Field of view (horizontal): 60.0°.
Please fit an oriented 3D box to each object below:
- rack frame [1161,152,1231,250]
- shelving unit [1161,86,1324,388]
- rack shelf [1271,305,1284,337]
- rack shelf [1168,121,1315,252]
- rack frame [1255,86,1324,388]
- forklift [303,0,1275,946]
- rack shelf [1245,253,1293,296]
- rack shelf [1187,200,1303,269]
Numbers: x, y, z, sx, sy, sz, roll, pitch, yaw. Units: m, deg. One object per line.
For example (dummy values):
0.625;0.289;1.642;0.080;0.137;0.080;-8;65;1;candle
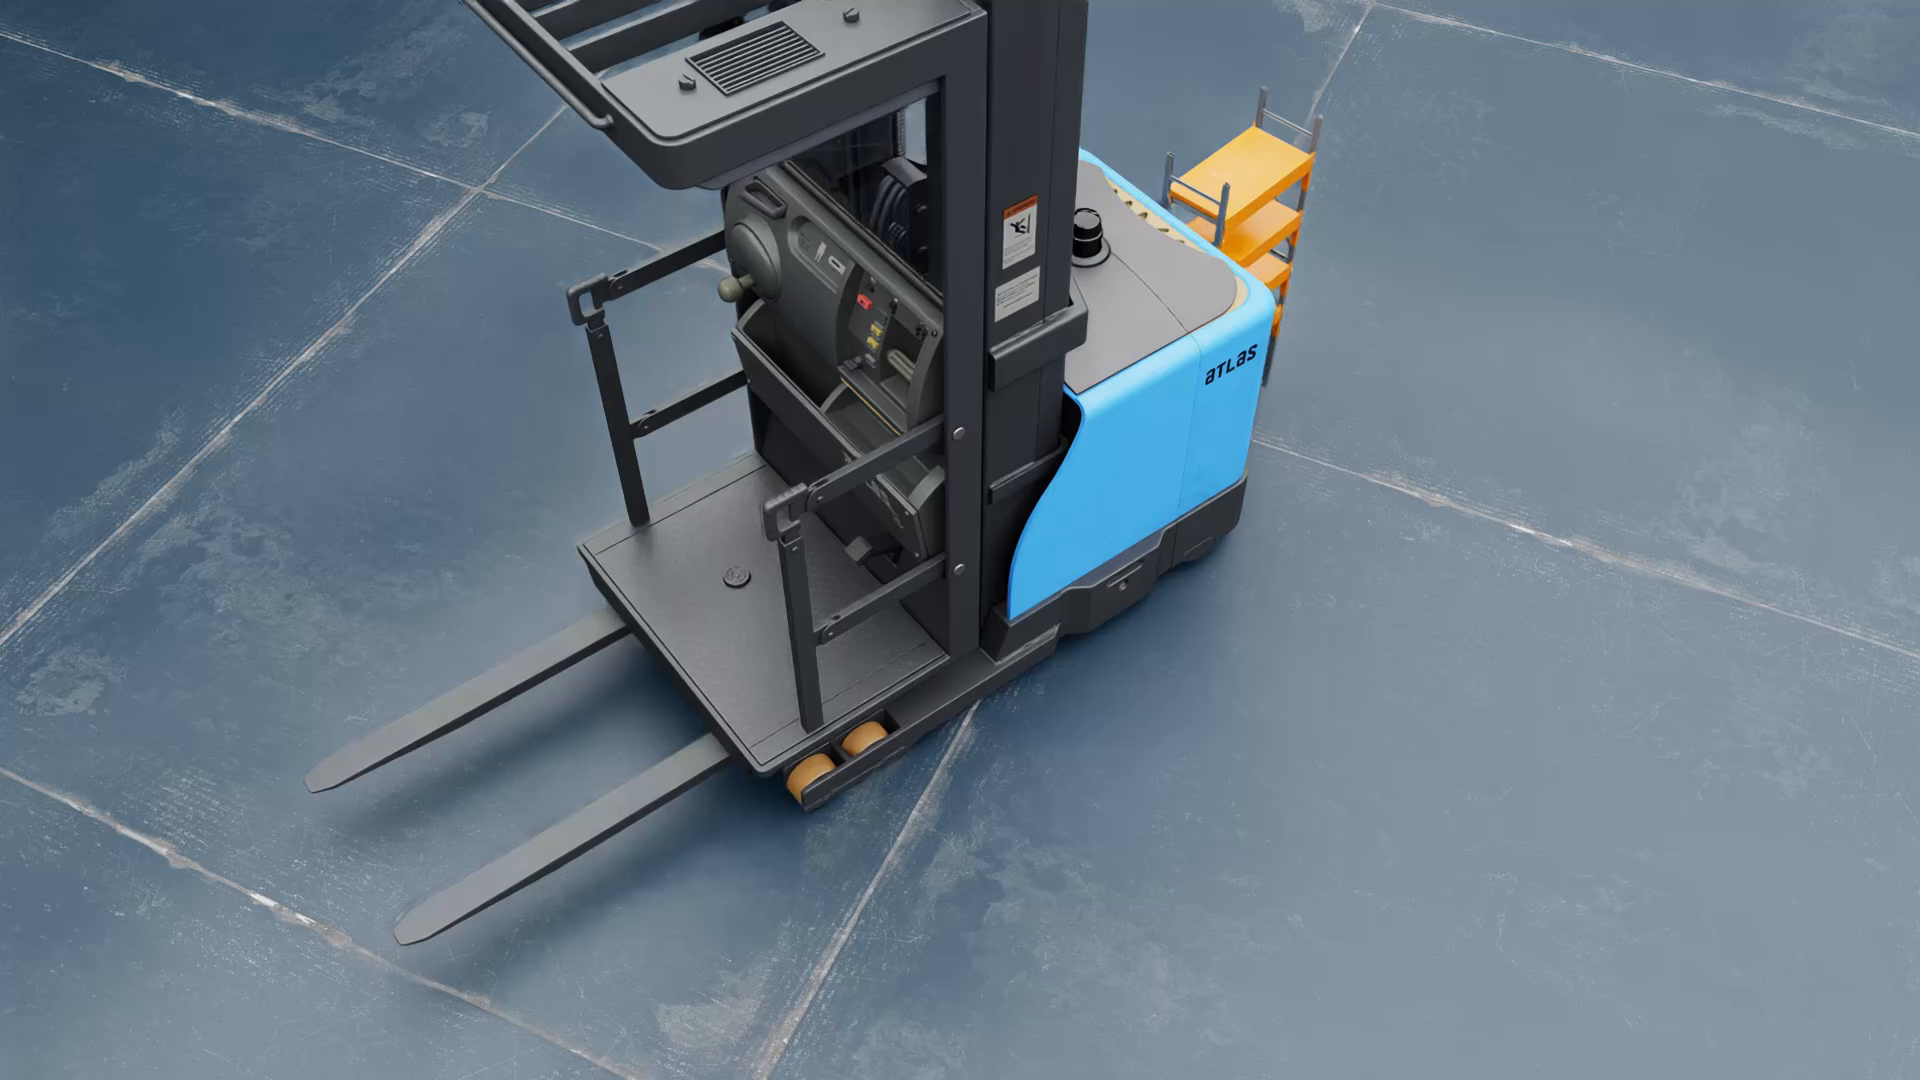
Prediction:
0.734;-0.760;5.604;0.240;1.200;0.015;36;58;26;rack frame
0.902;-0.894;5.720;0.258;1.200;0.503;36;58;26;shelving unit
0.900;-0.721;5.922;0.258;0.148;0.480;36;58;26;rack shelf
0.905;-1.149;5.421;0.258;0.148;0.480;36;58;26;rack shelf
1.070;-1.028;5.836;0.240;1.200;0.015;36;58;26;rack frame
-0.516;-0.601;4.337;3.031;2.935;1.130;-30;56;-23;forklift
0.901;-0.850;5.771;0.258;0.148;0.480;36;58;26;rack shelf
0.903;-0.995;5.601;0.258;0.148;0.480;36;58;26;rack shelf
